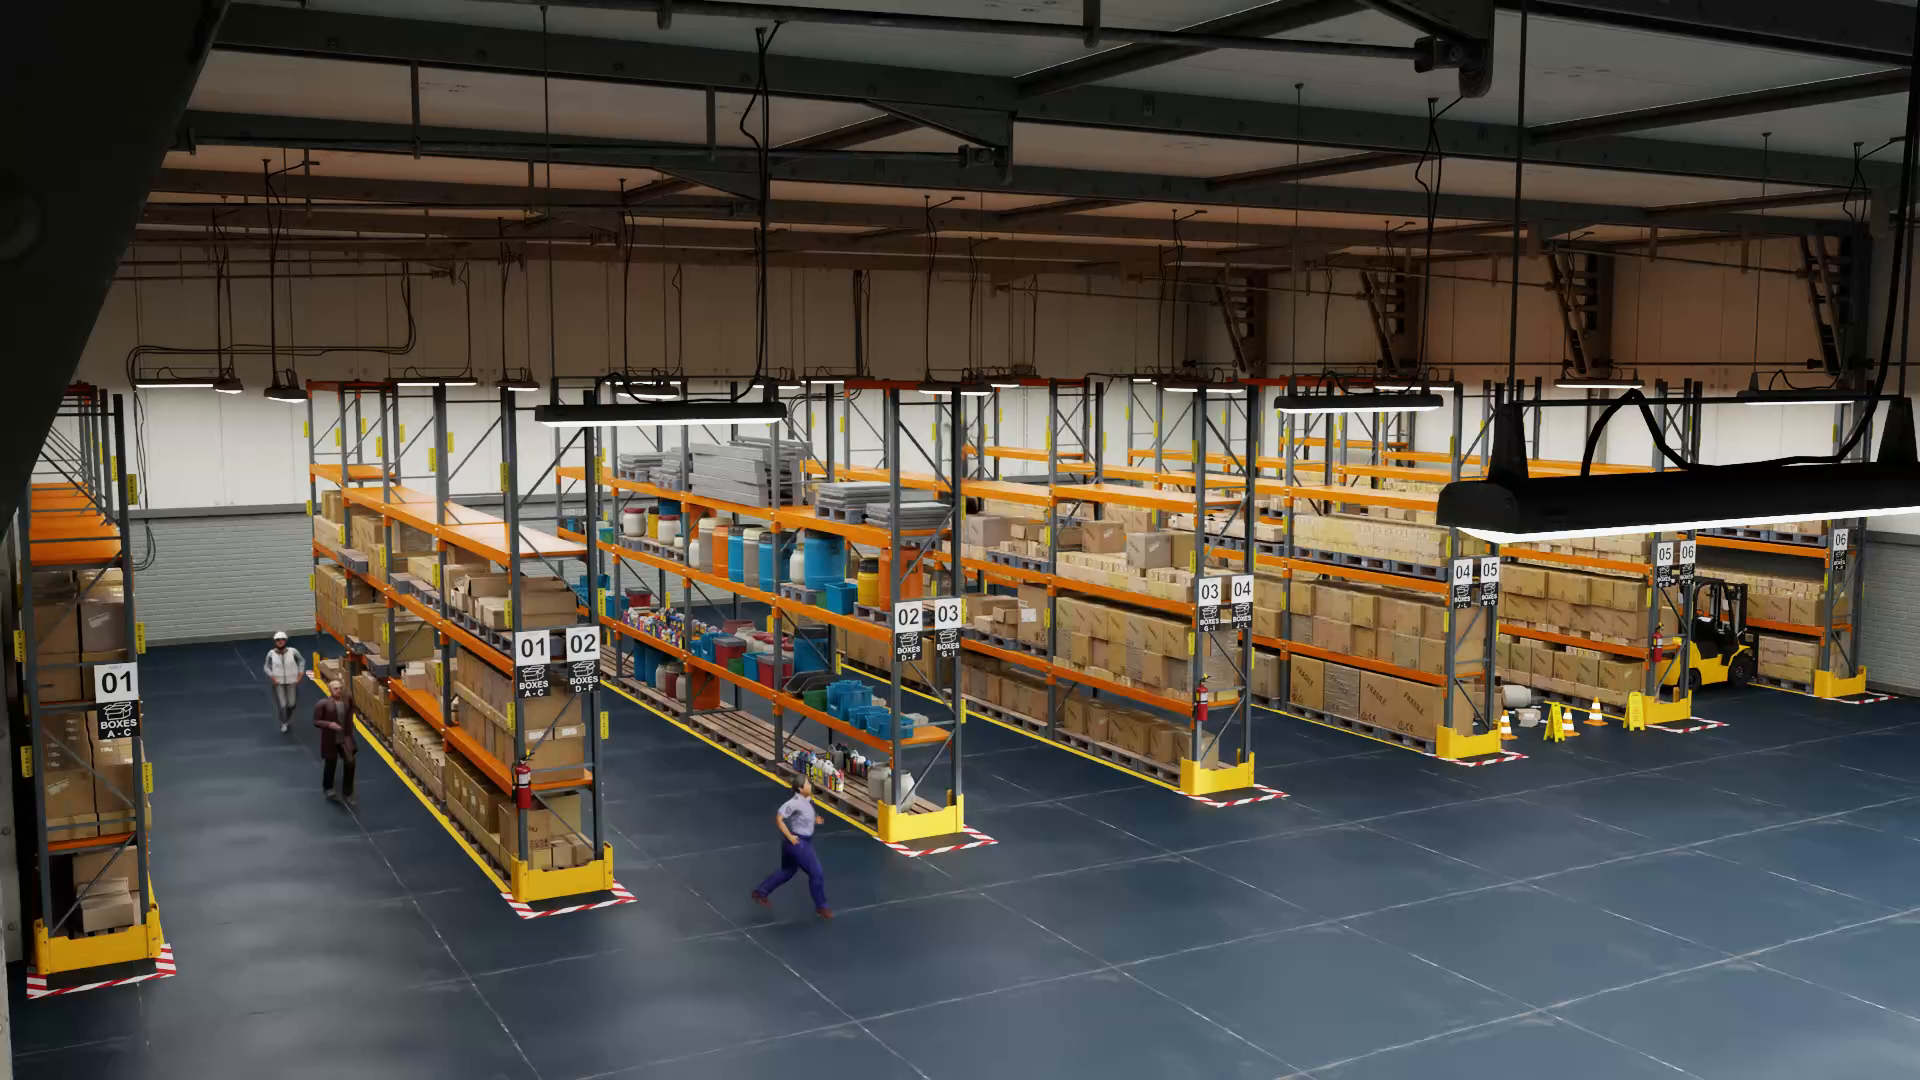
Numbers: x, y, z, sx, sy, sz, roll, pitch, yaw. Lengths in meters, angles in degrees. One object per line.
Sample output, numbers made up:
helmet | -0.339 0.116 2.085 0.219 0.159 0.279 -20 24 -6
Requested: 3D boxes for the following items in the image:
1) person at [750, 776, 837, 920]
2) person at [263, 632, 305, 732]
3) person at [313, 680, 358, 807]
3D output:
person | -1.907 3.529 18.993 0.988 1.692 0.573 -1 6 -8
person | -11.623 2.435 28.630 0.674 1.738 0.653 -3 7 -23
person | -8.977 2.915 23.917 0.640 1.835 0.907 -4 7 -35
